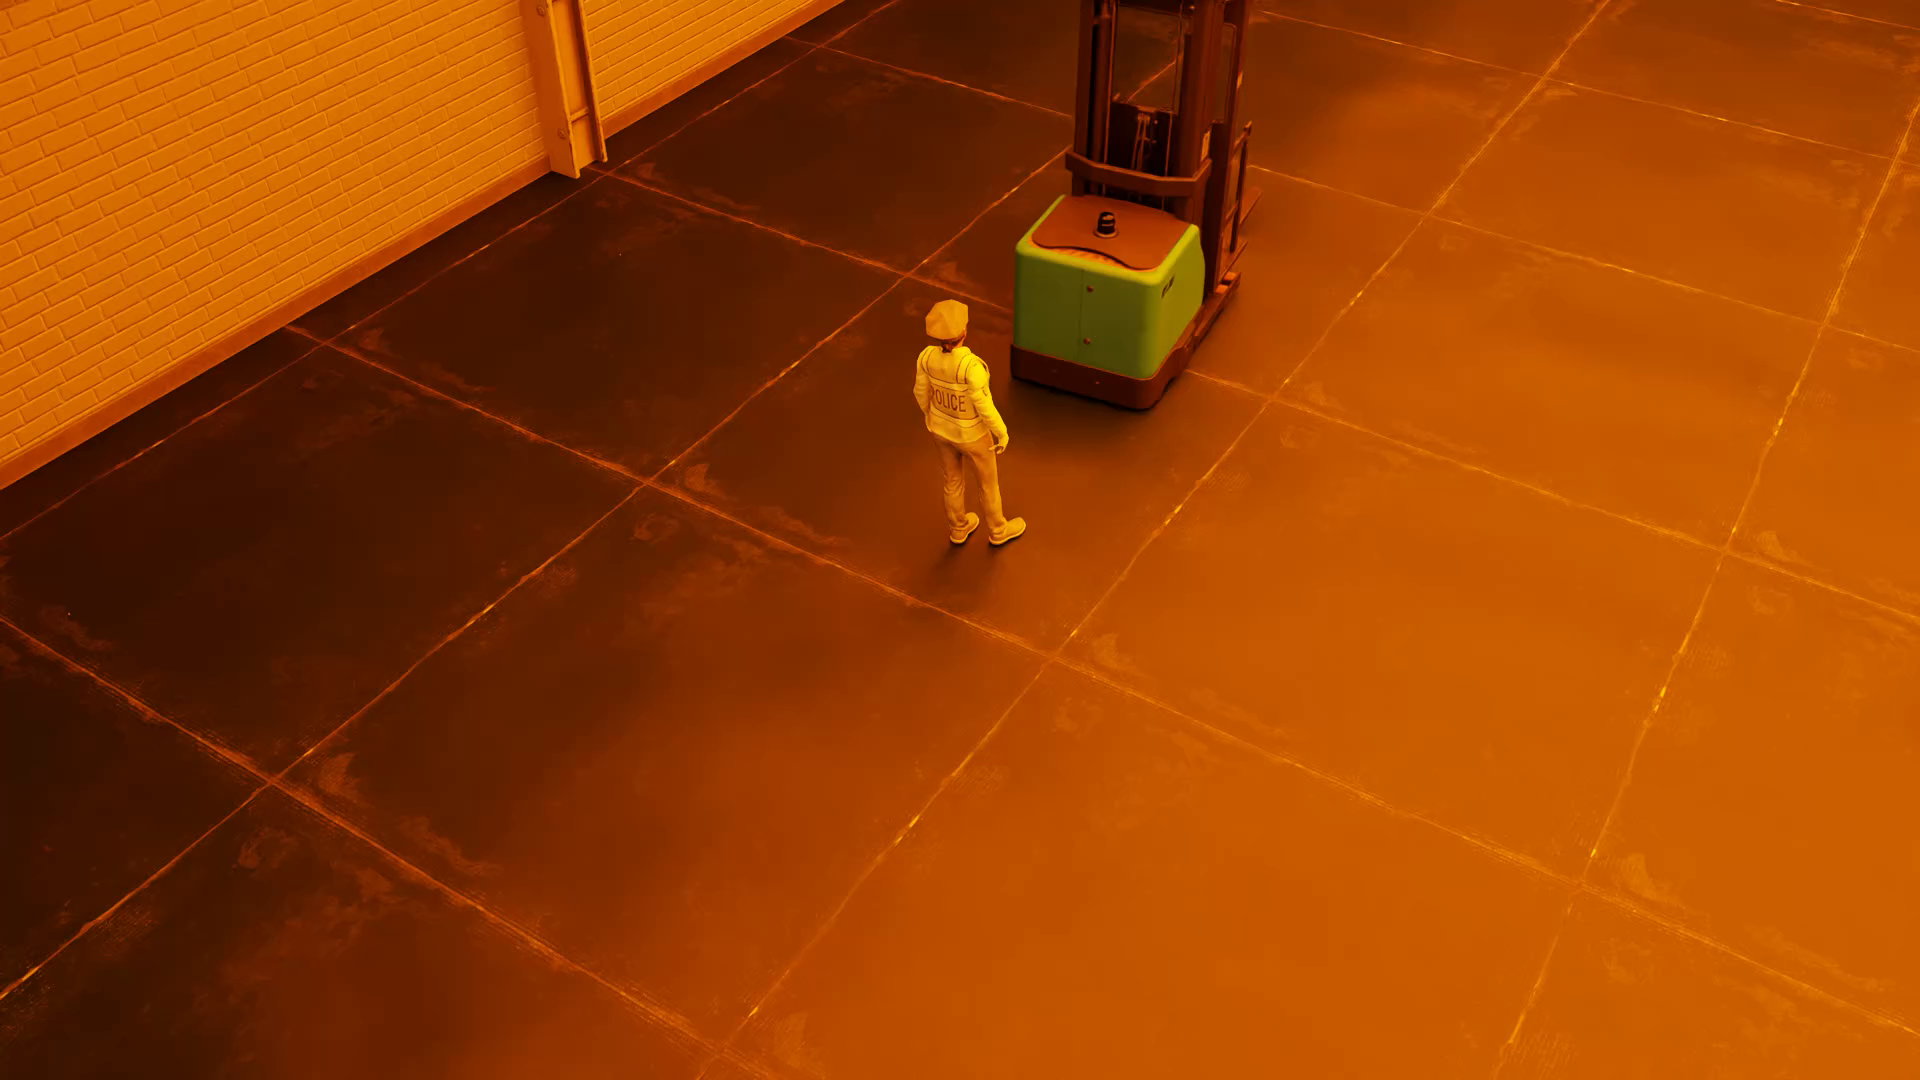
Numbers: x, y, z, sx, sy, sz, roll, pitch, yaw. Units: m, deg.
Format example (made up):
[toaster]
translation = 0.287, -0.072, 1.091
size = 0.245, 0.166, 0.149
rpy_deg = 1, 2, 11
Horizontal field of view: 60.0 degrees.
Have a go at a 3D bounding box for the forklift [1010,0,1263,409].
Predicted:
[forklift]
translation = 1.439, -2.946, 11.444
size = 1.130, 2.935, 3.031
rpy_deg = 17, 43, 19

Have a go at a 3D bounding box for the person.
[person]
translation = 0.042, -0.687, 9.723
size = 0.588, 1.695, 0.531
rpy_deg = 22, 45, 24
